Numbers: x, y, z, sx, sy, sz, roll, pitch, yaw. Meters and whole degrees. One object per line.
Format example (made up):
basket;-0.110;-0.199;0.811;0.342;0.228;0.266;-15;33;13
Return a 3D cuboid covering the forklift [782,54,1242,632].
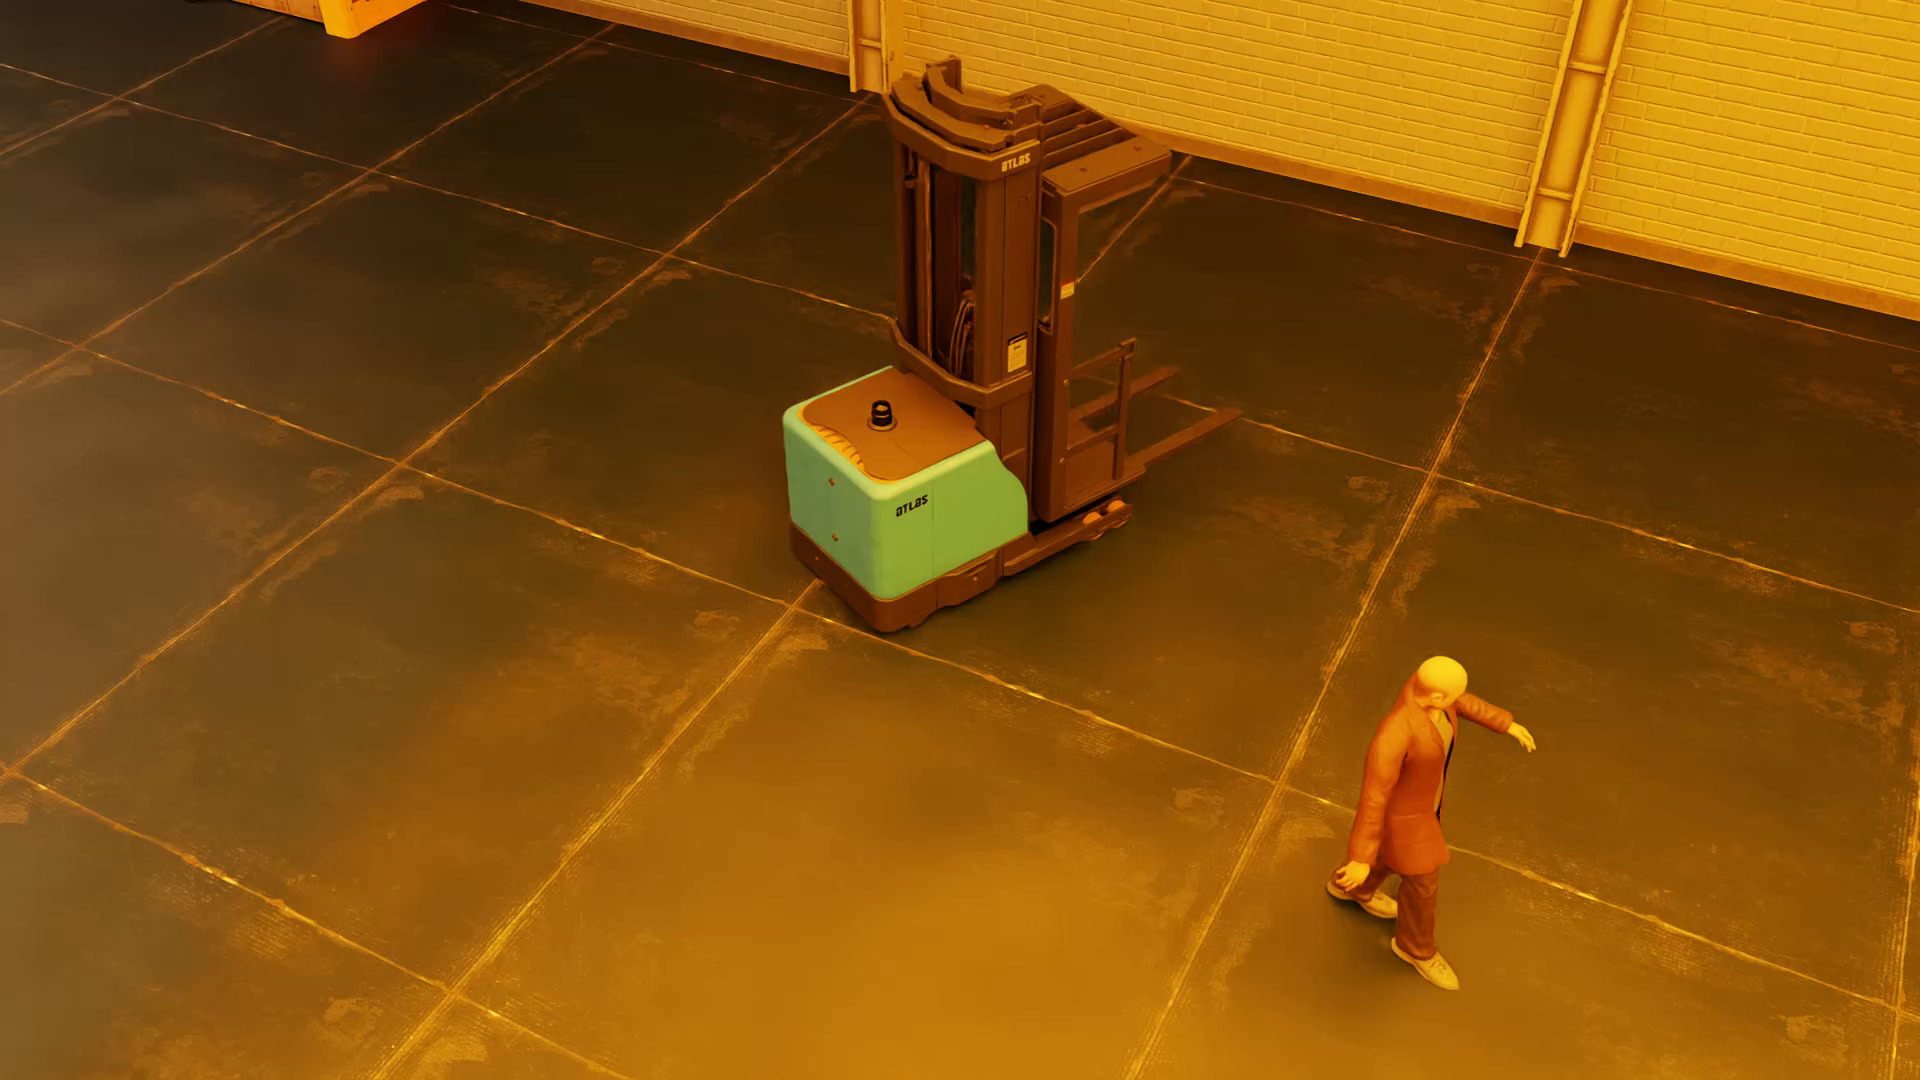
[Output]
forklift;0.448;-1.371;9.614;3.031;2.935;1.130;-26;47;-28

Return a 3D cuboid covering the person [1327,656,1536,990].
person;2.084;1.242;7.459;0.758;1.781;1.049;22;45;24
